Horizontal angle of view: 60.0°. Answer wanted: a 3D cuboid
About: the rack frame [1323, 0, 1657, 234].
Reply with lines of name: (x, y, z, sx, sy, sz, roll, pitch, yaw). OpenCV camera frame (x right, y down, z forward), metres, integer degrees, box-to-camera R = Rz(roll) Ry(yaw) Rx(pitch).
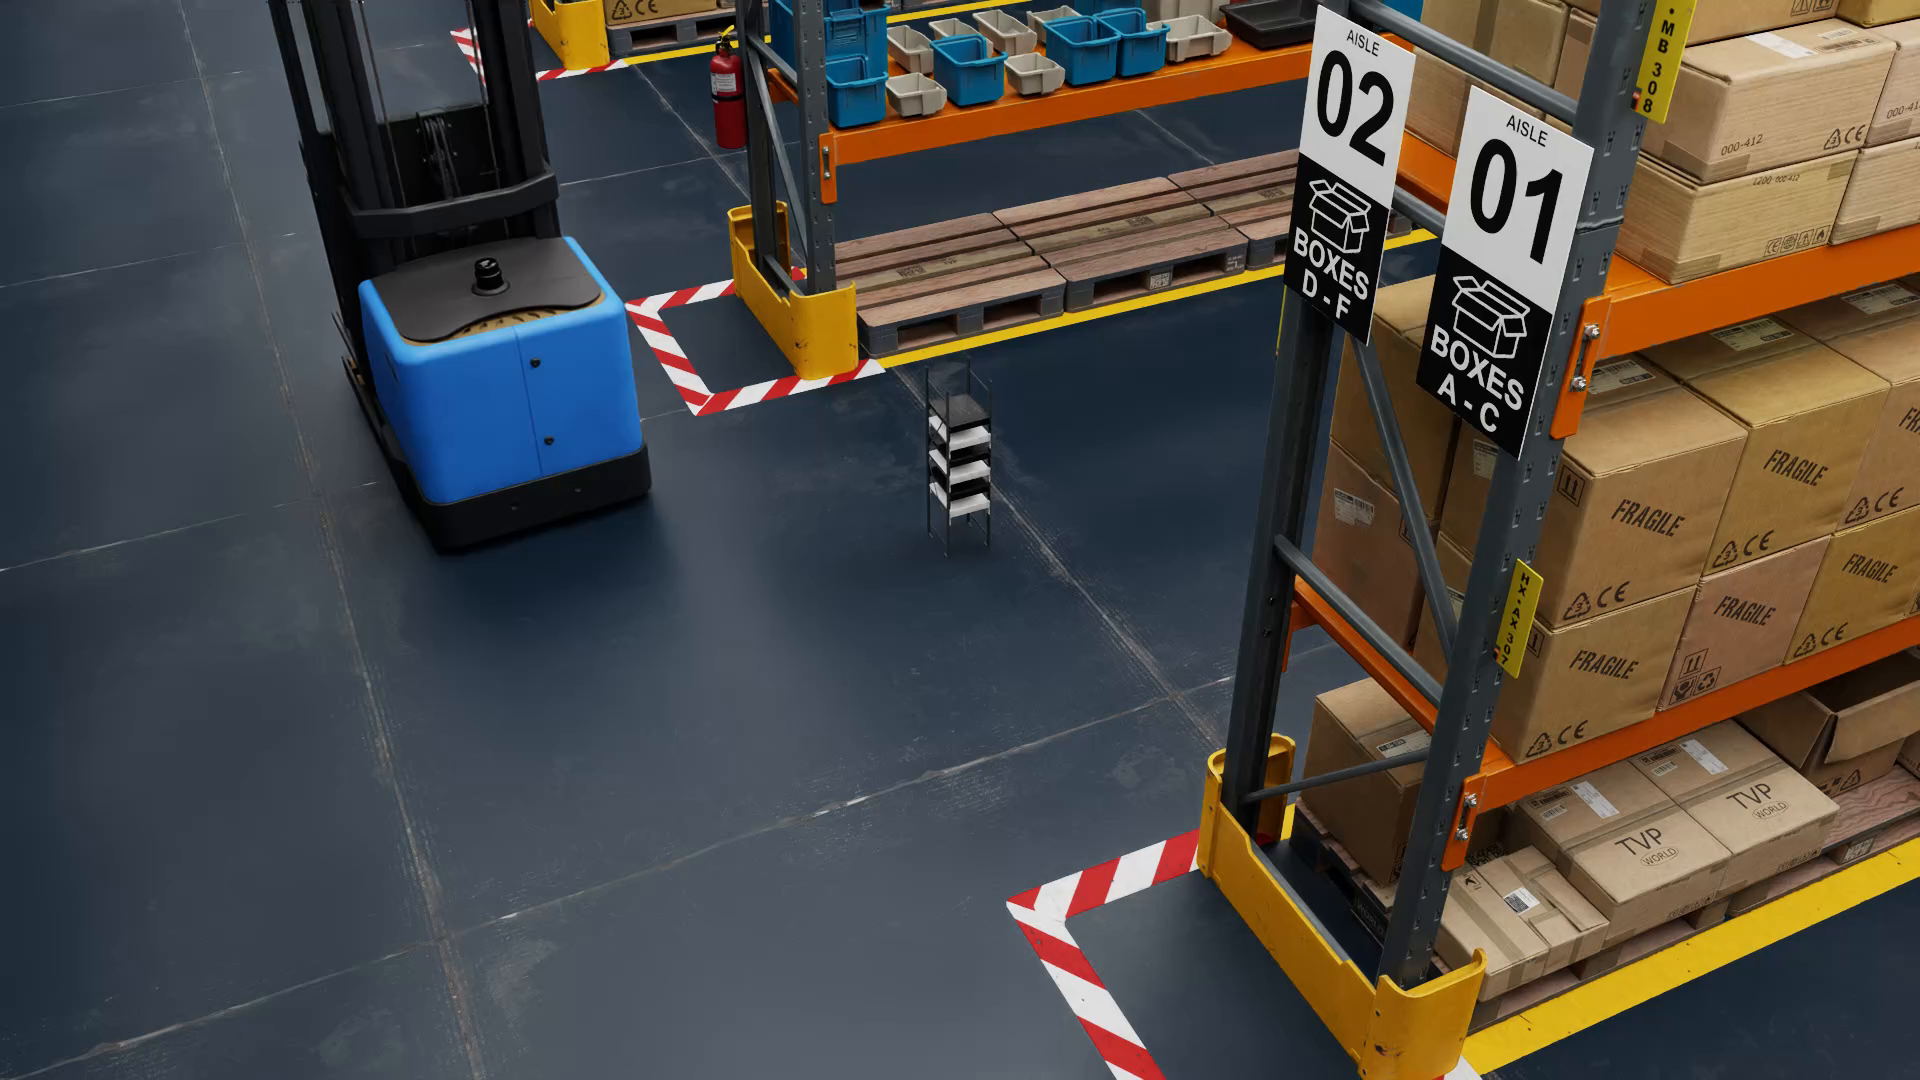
rack frame: (1.186, -2.153, 3.099, 0.127, 3.000, 1.000, -16, 39, -20)

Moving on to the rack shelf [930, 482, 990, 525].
rack shelf: (-0.007, -0.188, 7.606, 0.200, 0.077, 0.258, -16, 39, -20)

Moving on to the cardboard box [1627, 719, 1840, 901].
cardboard box: (2.704, 0.946, 5.895, 0.500, 0.250, 0.500, -16, 39, -20)

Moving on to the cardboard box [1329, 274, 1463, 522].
cardboard box: (1.472, -0.446, 4.911, 0.500, 0.500, 0.500, -16, 39, -20)

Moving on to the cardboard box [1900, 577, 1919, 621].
cardboard box: (3.073, -0.138, 5.335, 0.500, 0.500, 0.500, -15, 39, -19)

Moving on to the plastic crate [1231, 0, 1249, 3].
plastic crate: (1.791, -3.387, 9.695, 0.583, 0.464, 0.402, -16, 39, -20)

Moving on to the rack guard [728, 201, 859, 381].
rack guard: (-0.932, -1.399, 9.216, 0.348, 0.500, 1.175, -16, 39, -20)

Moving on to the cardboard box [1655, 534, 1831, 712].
cardboard box: (2.164, 0.113, 4.996, 0.500, 0.500, 0.500, -16, 39, -20)

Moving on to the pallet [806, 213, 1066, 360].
pallet: (-0.152, -1.484, 9.573, 1.213, 0.211, 1.003, -16, 39, -20)

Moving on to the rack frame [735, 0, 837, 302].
rack frame: (-0.915, -2.416, 8.489, 0.127, 3.000, 1.000, -16, 39, -20)

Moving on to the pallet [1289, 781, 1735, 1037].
pallet: (1.976, 1.155, 6.016, 1.213, 0.211, 1.003, -16, 39, -20)

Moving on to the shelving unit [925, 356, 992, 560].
shelving unit: (-0.007, -0.359, 7.479, 0.210, 0.900, 0.258, -16, 39, -20)

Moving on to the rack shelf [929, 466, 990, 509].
rack shelf: (-0.007, -0.260, 7.553, 0.200, 0.077, 0.258, -16, 39, -20)

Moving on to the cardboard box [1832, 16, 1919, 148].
cardboard box: (2.217, -1.201, 4.040, 0.500, 0.250, 0.500, -16, 39, -20)

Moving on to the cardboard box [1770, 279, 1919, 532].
cardboard box: (2.625, -0.416, 4.870, 0.500, 0.500, 0.500, -15, 39, -19)

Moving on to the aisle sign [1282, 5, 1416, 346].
aisle sign: (0.994, -0.936, 4.311, 0.004, 0.787, 0.394, -16, 39, -20)

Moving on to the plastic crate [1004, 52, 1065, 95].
plastic crate: (0.388, -2.427, 8.676, 0.298, 0.136, 0.250, -16, 39, -20)

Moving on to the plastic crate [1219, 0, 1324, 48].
plastic crate: (1.807, -2.914, 9.341, 0.590, 0.125, 0.437, -16, 39, -20)

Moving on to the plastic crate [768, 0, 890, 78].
plastic crate: (-0.692, -2.640, 8.711, 0.499, 0.435, 0.616, -16, 39, -20)

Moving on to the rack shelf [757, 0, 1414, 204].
rack shelf: (0.895, -2.633, 9.386, 4.000, 0.370, 1.077, -16, 39, -20)

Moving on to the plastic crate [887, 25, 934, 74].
plastic crate: (-0.254, -2.638, 8.960, 0.243, 0.136, 0.396, -16, 39, -20)

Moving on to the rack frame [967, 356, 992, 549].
rack frame: (0.085, -0.385, 7.514, 0.006, 0.900, 0.240, -16, 39, -20)

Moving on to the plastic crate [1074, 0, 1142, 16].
plastic crate: (0.835, -3.031, 9.408, 0.300, 0.233, 0.416, -16, 39, -20)

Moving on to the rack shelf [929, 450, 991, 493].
rack shelf: (-0.007, -0.333, 7.499, 0.200, 0.077, 0.258, -16, 39, -20)

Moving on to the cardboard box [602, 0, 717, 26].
cardboard box: (-2.474, -4.607, 12.875, 0.875, 0.875, 0.875, -16, 39, -20)

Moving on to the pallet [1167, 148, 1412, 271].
pallet: (2.057, -2.101, 10.406, 1.213, 0.211, 1.003, -16, 39, -20)

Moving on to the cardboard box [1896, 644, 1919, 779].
cardboard box: (3.733, 0.634, 6.265, 0.500, 0.311, 0.500, -16, 39, -20)

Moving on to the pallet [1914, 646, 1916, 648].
pallet: (4.185, 0.537, 6.849, 1.213, 0.211, 1.003, -16, 39, -20)

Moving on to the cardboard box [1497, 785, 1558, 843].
cardboard box: (1.978, 0.893, 6.037, 0.250, 0.166, 0.380, -16, 39, -20)

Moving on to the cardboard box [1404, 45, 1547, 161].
cardboard box: (1.539, -1.160, 4.405, 0.500, 0.250, 0.500, -16, 39, -20)

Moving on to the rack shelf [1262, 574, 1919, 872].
rack shelf: (2.996, 0.039, 5.783, 4.000, 0.370, 1.077, -16, 39, -20)

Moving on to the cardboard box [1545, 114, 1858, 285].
cardboard box: (1.759, -0.881, 4.028, 0.500, 0.250, 0.500, -16, 39, -20)

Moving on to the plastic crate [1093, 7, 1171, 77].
plastic crate: (0.912, -2.667, 8.918, 0.300, 0.233, 0.416, -16, 39, -20)

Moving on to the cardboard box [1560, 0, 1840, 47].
cardboard box: (1.644, -1.529, 3.852, 0.500, 0.500, 0.700, -16, 39, -20)

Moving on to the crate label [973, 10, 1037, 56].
crate label: (0.256, -2.787, 9.161, 0.243, 0.136, 0.396, -16, 39, -20)

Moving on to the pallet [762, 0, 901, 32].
pallet: (-1.226, -4.518, 13.664, 1.213, 0.211, 1.003, -16, 39, -20)

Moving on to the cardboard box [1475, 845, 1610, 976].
cardboard box: (1.937, 1.234, 5.578, 0.250, 0.166, 0.380, -16, 39, -20)

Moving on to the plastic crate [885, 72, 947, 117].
plastic crate: (-0.226, -2.256, 8.444, 0.298, 0.136, 0.250, -16, 39, -20)

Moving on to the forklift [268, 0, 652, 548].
forklift: (-2.619, -2.003, 7.990, 1.130, 2.935, 3.031, -18, 40, -22)

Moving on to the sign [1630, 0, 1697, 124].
sign: (1.417, -1.007, 3.338, 0.005, 0.325, 0.100, -16, 39, -20)

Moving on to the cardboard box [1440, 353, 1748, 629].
cardboard box: (1.700, -0.156, 4.518, 0.500, 0.500, 0.500, -14, 39, -19)

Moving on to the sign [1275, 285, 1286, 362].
sign: (0.968, -0.640, 4.858, 0.005, 0.325, 0.100, -16, 39, -20)
